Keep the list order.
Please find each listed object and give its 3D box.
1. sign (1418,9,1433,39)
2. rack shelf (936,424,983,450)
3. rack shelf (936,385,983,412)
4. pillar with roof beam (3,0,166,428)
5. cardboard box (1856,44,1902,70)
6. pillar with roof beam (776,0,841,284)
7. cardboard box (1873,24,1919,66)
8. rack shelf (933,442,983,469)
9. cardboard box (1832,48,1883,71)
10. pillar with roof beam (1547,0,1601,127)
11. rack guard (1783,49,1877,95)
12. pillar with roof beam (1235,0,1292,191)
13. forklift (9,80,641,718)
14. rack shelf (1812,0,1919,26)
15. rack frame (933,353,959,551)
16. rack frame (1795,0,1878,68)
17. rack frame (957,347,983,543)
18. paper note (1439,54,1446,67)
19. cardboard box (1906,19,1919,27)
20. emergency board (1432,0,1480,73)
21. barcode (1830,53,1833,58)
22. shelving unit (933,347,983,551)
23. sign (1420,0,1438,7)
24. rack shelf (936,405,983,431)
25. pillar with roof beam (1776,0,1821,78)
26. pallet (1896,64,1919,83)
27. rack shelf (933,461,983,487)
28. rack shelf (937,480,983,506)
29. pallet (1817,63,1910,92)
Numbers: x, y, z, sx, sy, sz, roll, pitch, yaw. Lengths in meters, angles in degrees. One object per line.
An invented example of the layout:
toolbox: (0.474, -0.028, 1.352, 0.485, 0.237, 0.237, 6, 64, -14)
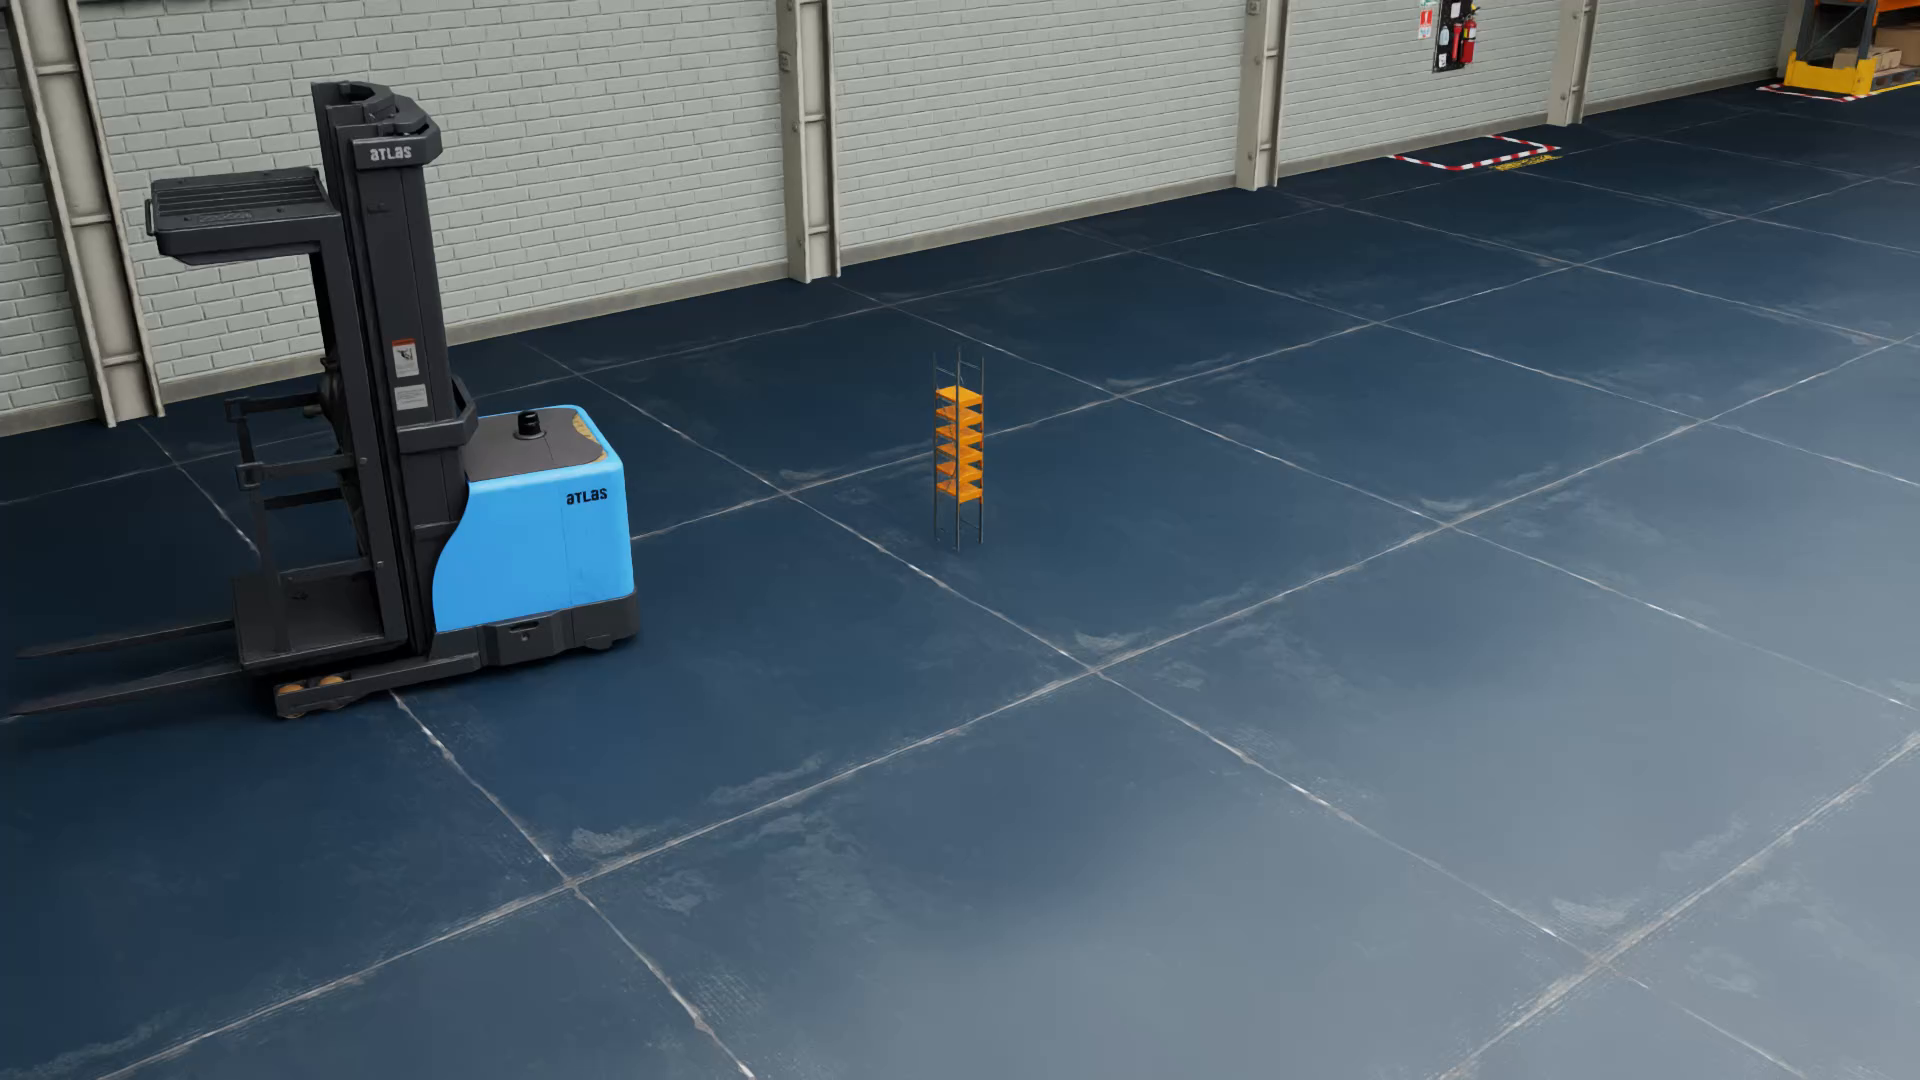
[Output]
sign: (5.615, -6.224, 20.054, 0.234, 0.329, 0.001, -18, 31, -34)
rack shelf: (-0.011, -0.609, 9.957, 0.180, 0.103, 0.258, -18, 31, -34)
rack shelf: (-0.011, -0.827, 9.856, 0.180, 0.103, 0.258, -18, 31, -34)
pillar with roof beam: (-3.426, -3.565, 7.243, 0.400, 9.000, 9.100, -18, 31, -34)
cardboard box: (13.835, -7.314, 25.118, 0.500, 0.311, 0.500, -15, 29, -30)
pillar with roof beam: (1.296, -5.124, 10.601, 0.400, 9.000, 9.100, -18, 31, -34)
cardboard box: (14.443, -7.574, 25.453, 0.500, 0.500, 0.700, -21, 32, -37)
rack shelf: (-0.011, -0.500, 10.008, 0.180, 0.103, 0.258, -18, 31, -34)
cardboard box: (13.387, -7.166, 24.799, 0.500, 0.311, 0.500, -23, 33, -40)
pillar with roof beam: (10.739, -8.241, 17.318, 0.400, 9.000, 9.100, -18, 31, -34)
rack guard: (12.846, -6.922, 24.571, 0.348, 0.500, 1.175, -18, 31, -34)
pillar with roof beam: (6.017, -6.683, 13.960, 0.400, 9.000, 9.100, -18, 31, -34)
forklift: (-3.297, -0.690, 8.255, 3.031, 2.935, 1.130, -11, 27, -22)
rack shelf: (14.360, -8.230, 25.274, 4.000, 0.370, 1.077, -18, 31, -34)
rack frame: (-0.083, -0.517, 9.938, 0.006, 1.200, 0.240, -18, 31, -34)
rack frame: (12.787, -8.036, 24.003, 0.127, 3.000, 1.000, -18, 31, -34)
rack frame: (0.061, -0.564, 10.041, 0.006, 1.200, 0.240, -18, 31, -34)
paper note: (5.932, -5.894, 20.433, 0.142, 0.148, 0.016, -18, 31, -34)
cardboard box: (15.142, -7.858, 26.066, 0.500, 0.500, 0.500, -21, 32, -38)
emergency board: (6.114, -6.317, 20.298, 0.643, 1.169, 0.194, -18, 31, -34)
barcode: (13.154, -7.308, 25.093, 0.075, 0.075, 0.001, -18, 31, -34)
shelving unit: (-0.011, -0.540, 9.989, 0.189, 1.200, 0.258, -18, 31, -34)
sign: (5.624, -6.462, 19.939, 0.331, 0.109, 0.001, -18, 31, -34)
rack shelf: (-0.011, -0.718, 9.907, 0.180, 0.103, 0.258, -18, 31, -34)
pillar with roof beam: (15.460, -9.800, 20.676, 0.400, 9.000, 9.100, -18, 31, -34)
pallet: (14.467, -7.306, 25.741, 1.213, 0.211, 1.003, -18, 31, -34)
rack shelf: (-0.011, -0.391, 10.059, 0.180, 0.103, 0.258, -18, 31, -34)
rack shelf: (-0.011, -0.282, 10.109, 0.180, 0.103, 0.258, -18, 31, -34)
pallet: (13.507, -6.991, 25.062, 1.213, 0.211, 1.003, -18, 31, -34)
